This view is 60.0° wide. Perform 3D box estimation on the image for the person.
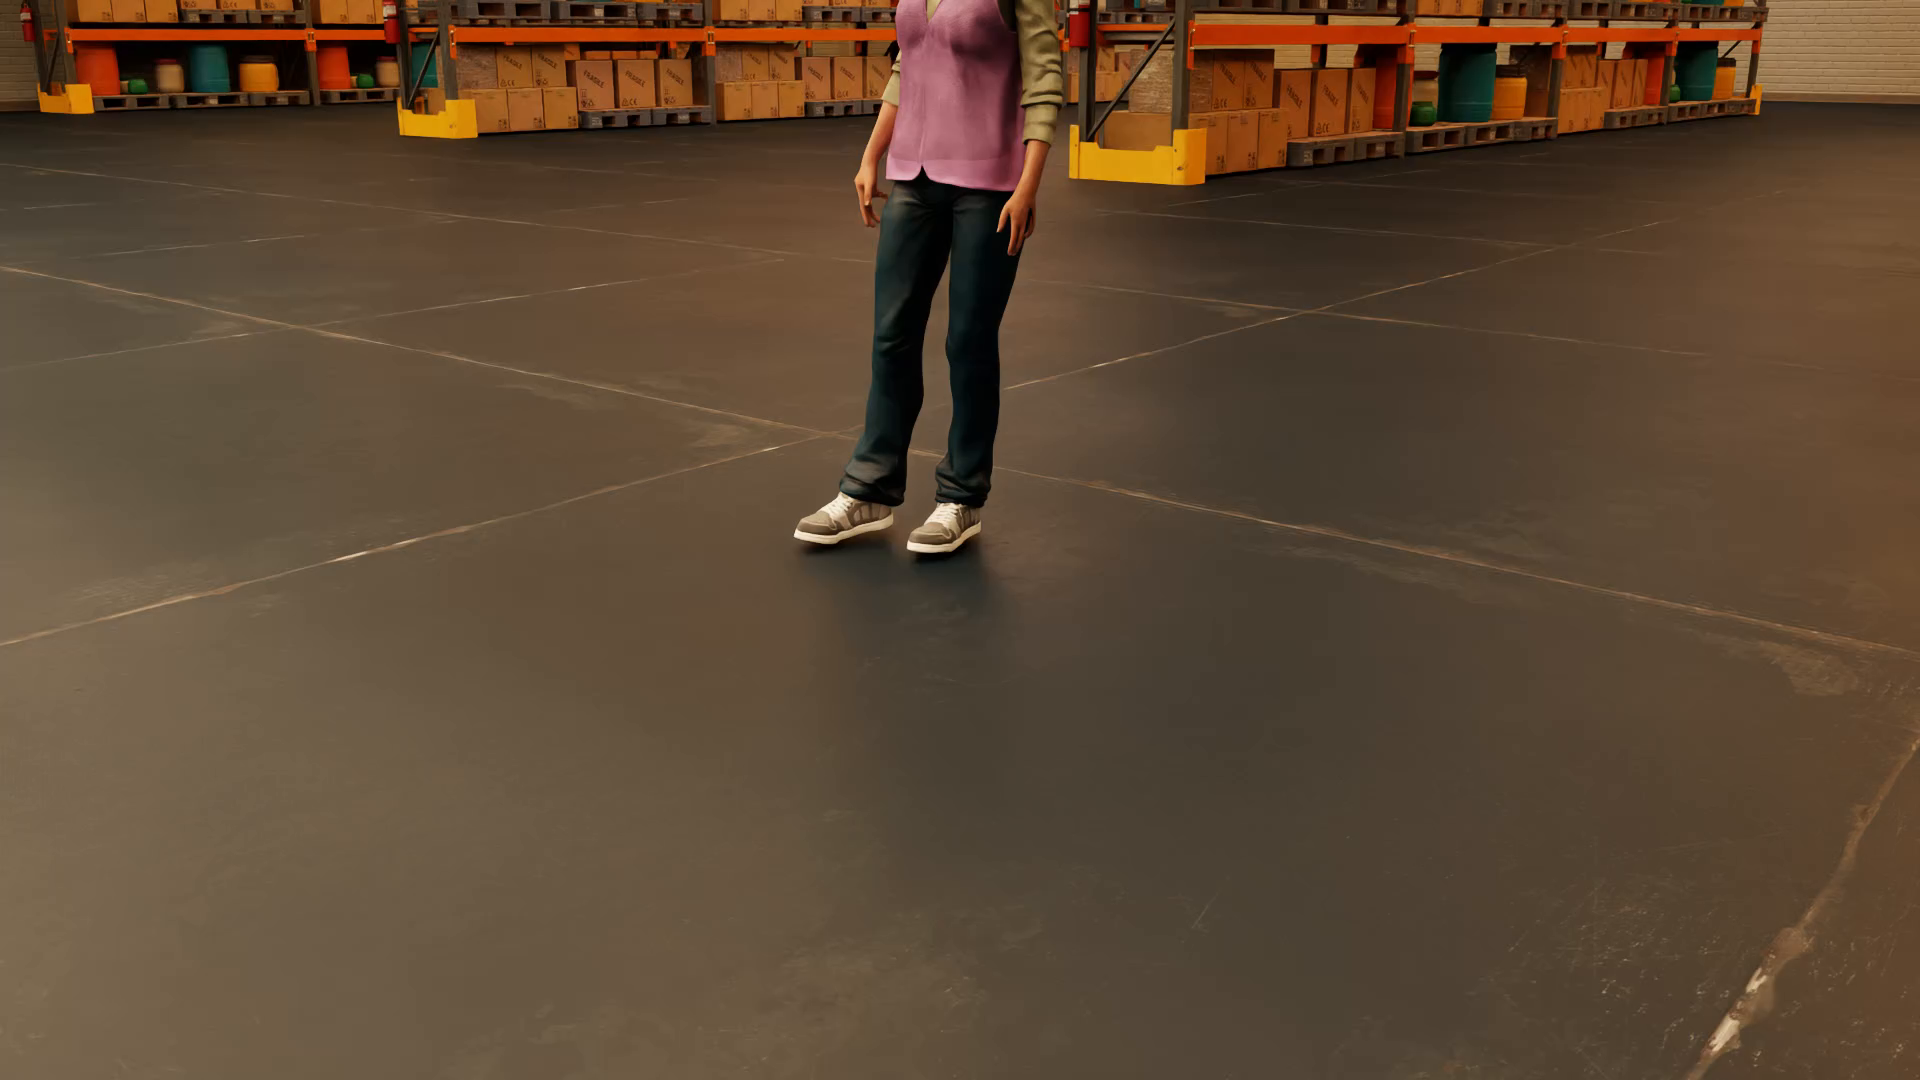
[{"bbox_3d":[-0.058,-0.757,3.661,0.520,1.599,0.473,13,21,37],"label":"person"}]
